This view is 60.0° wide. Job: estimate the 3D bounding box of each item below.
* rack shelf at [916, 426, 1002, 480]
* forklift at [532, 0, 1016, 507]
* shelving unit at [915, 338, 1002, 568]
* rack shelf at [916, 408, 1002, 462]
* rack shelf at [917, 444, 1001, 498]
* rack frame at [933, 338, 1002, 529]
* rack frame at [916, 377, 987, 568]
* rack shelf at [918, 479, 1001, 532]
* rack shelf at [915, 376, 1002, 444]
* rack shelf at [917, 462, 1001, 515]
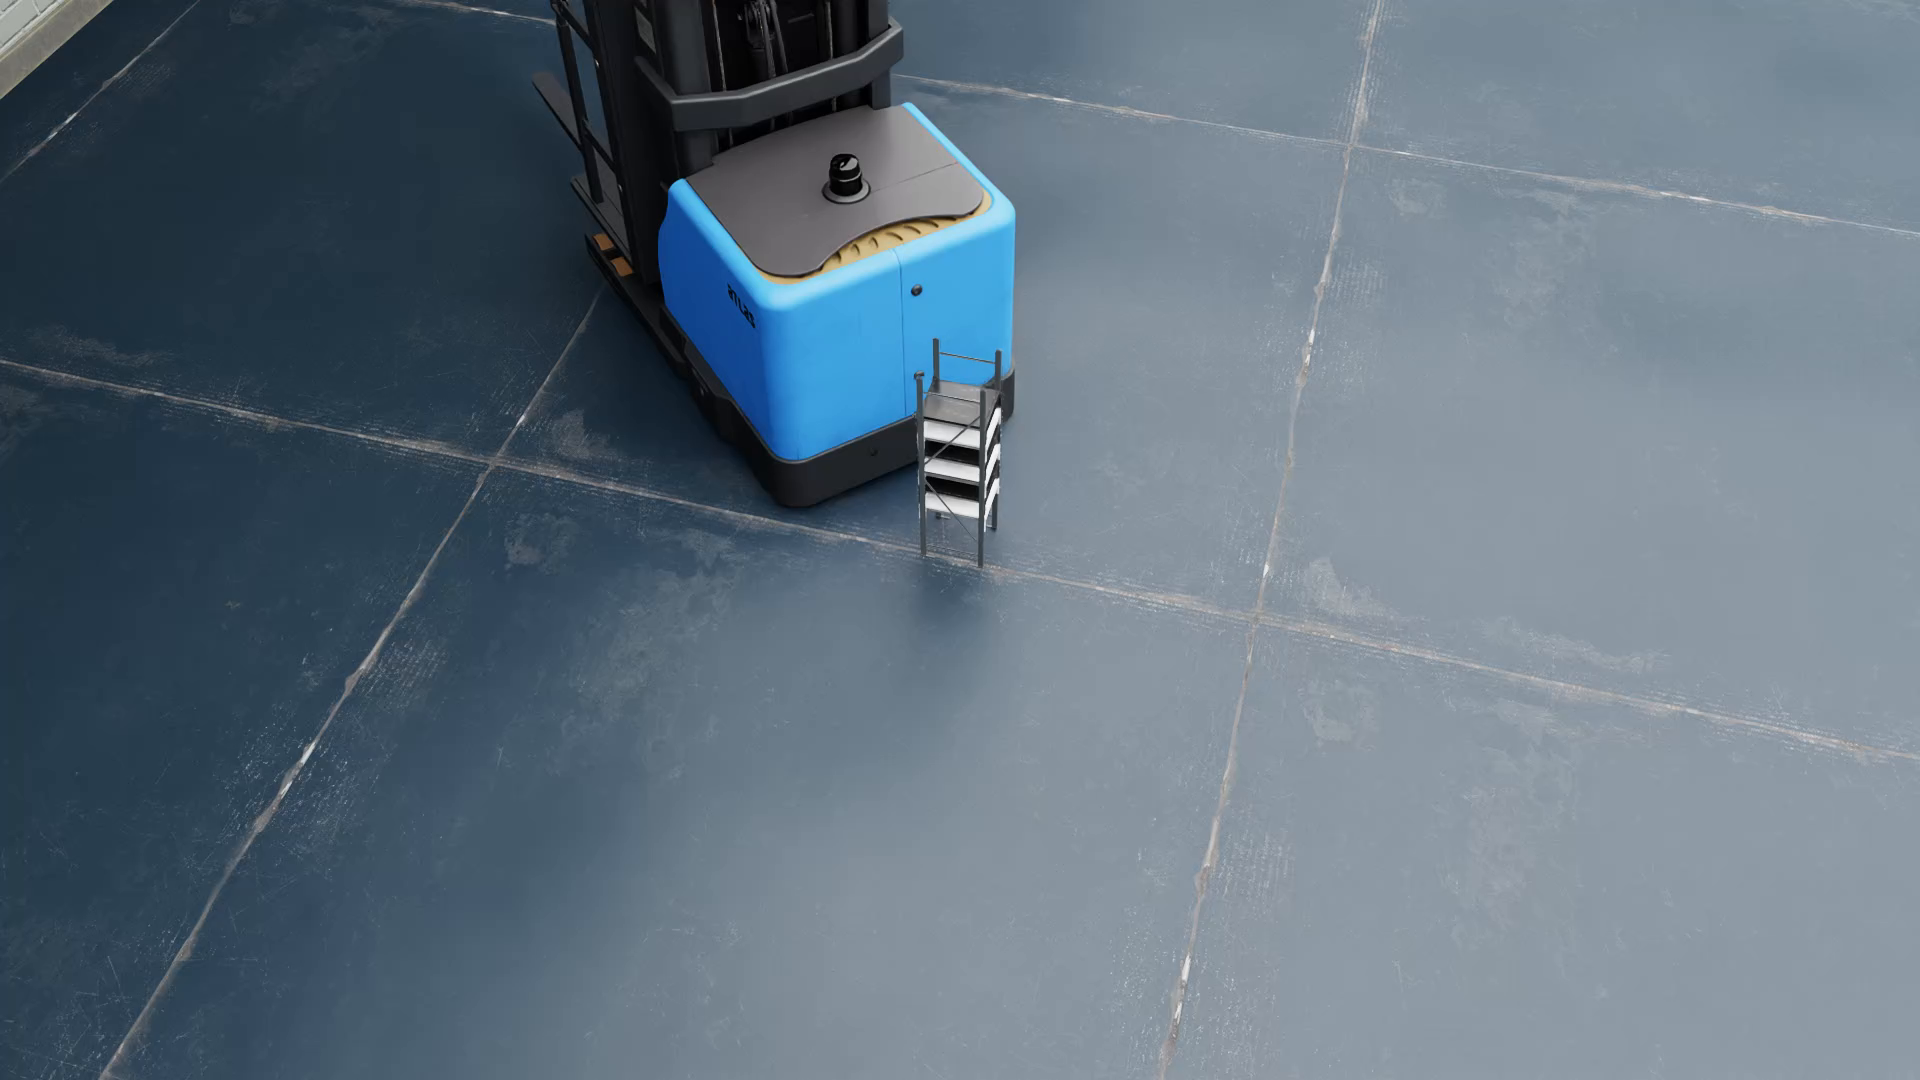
[{"bbox_3d":[-0.002,-0.329,5.865,0.258,0.077,0.200,12,50,10],"label":"rack shelf"},{"bbox_3d":[-0.974,-2.191,6.229,1.130,2.935,3.031,-24,53,-20],"label":"forklift"},{"bbox_3d":[-0.002,-0.292,5.907,0.258,0.900,0.210,12,50,10],"label":"shelving unit"},{"bbox_3d":[-0.002,-0.389,5.797,0.258,0.077,0.200,12,50,10],"label":"rack shelf"},{"bbox_3d":[-0.002,-0.270,5.932,0.258,0.077,0.200,12,50,10],"label":"rack shelf"},{"bbox_3d":[0.025,-0.365,5.972,0.240,0.900,0.006,12,50,10],"label":"rack frame"},{"bbox_3d":[-0.029,-0.218,5.843,0.240,0.900,0.006,12,50,10],"label":"rack frame"},{"bbox_3d":[-0.002,-0.151,6.067,0.258,0.077,0.200,12,50,10],"label":"rack shelf"},{"bbox_3d":[-0.002,-0.449,5.730,0.258,0.077,0.200,12,50,10],"label":"rack shelf"},{"bbox_3d":[-0.002,-0.210,6.000,0.258,0.077,0.200,12,50,10],"label":"rack shelf"}]
